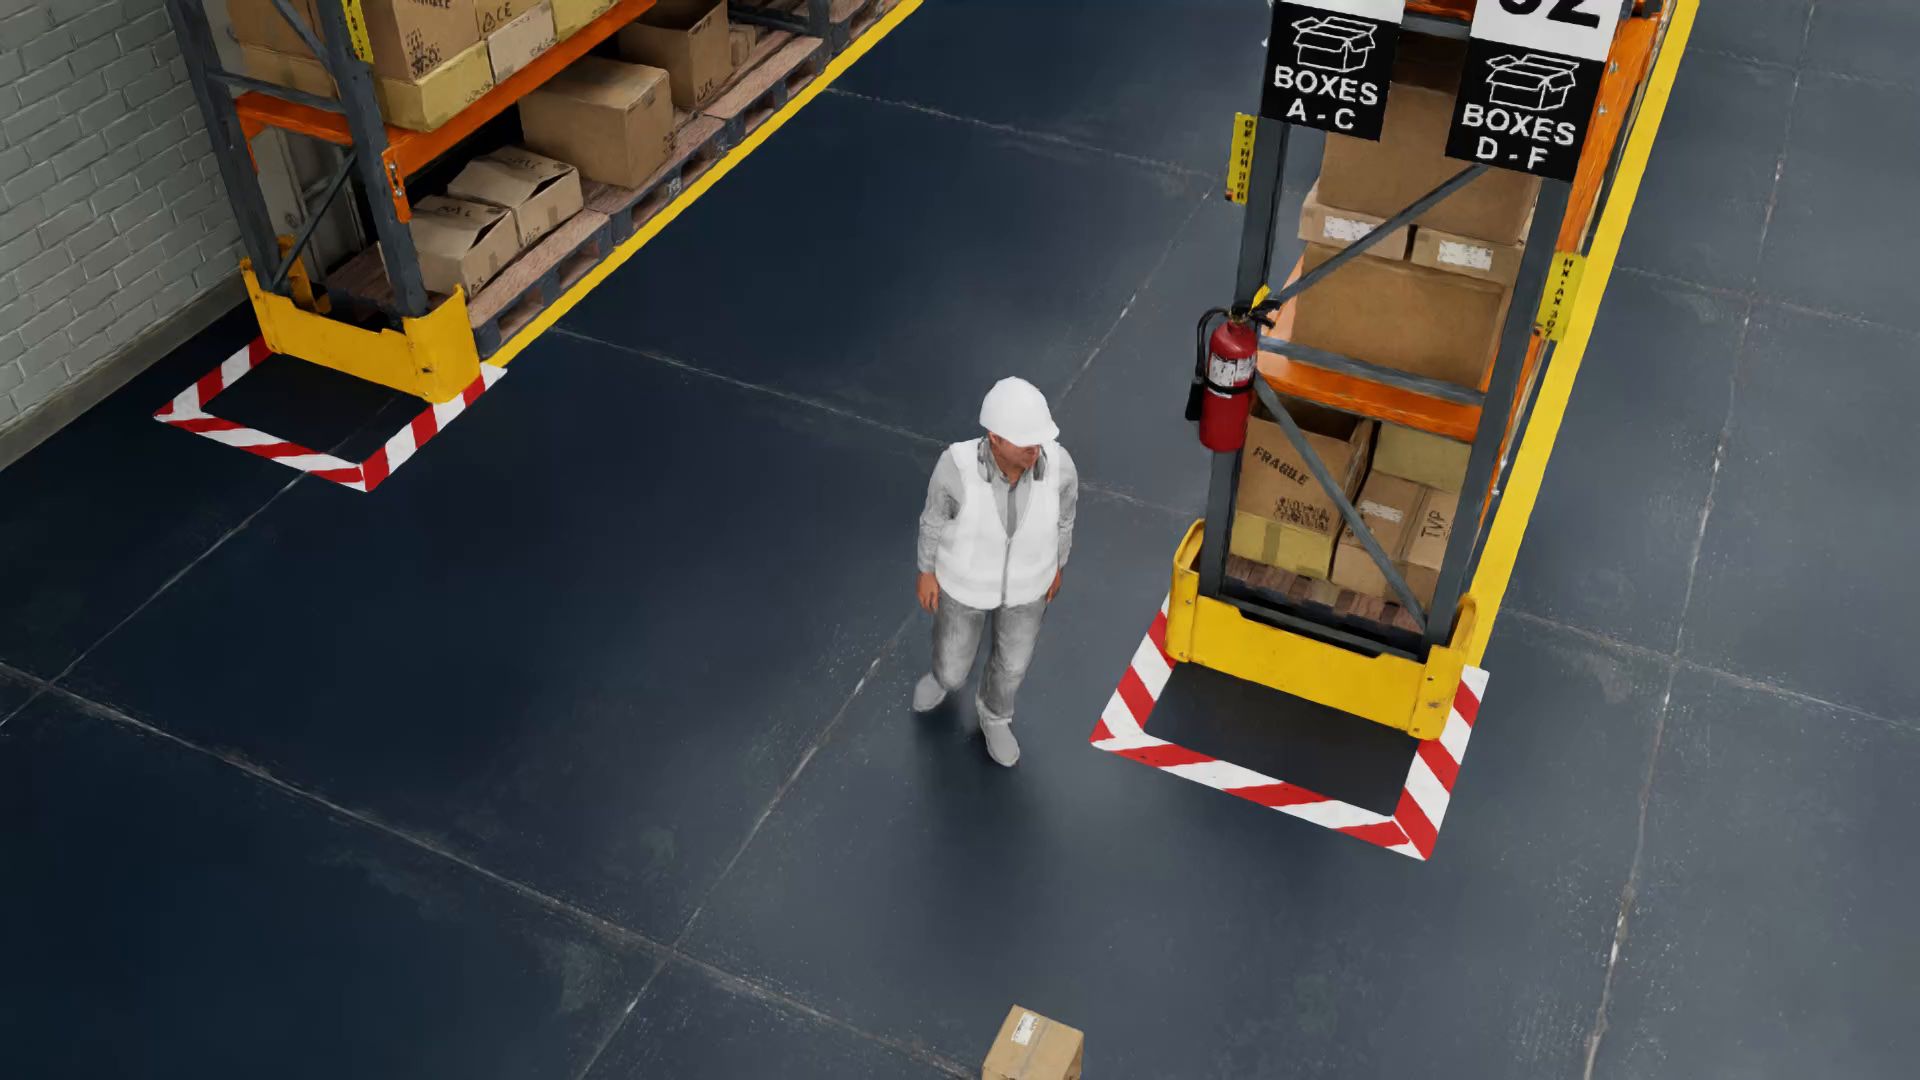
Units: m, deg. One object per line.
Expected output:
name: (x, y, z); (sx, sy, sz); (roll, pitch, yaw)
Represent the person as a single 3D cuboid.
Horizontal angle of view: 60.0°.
person: (0.114, 0.090, 6.036); (0.586, 1.766, 0.558); (-6, 42, -7)
